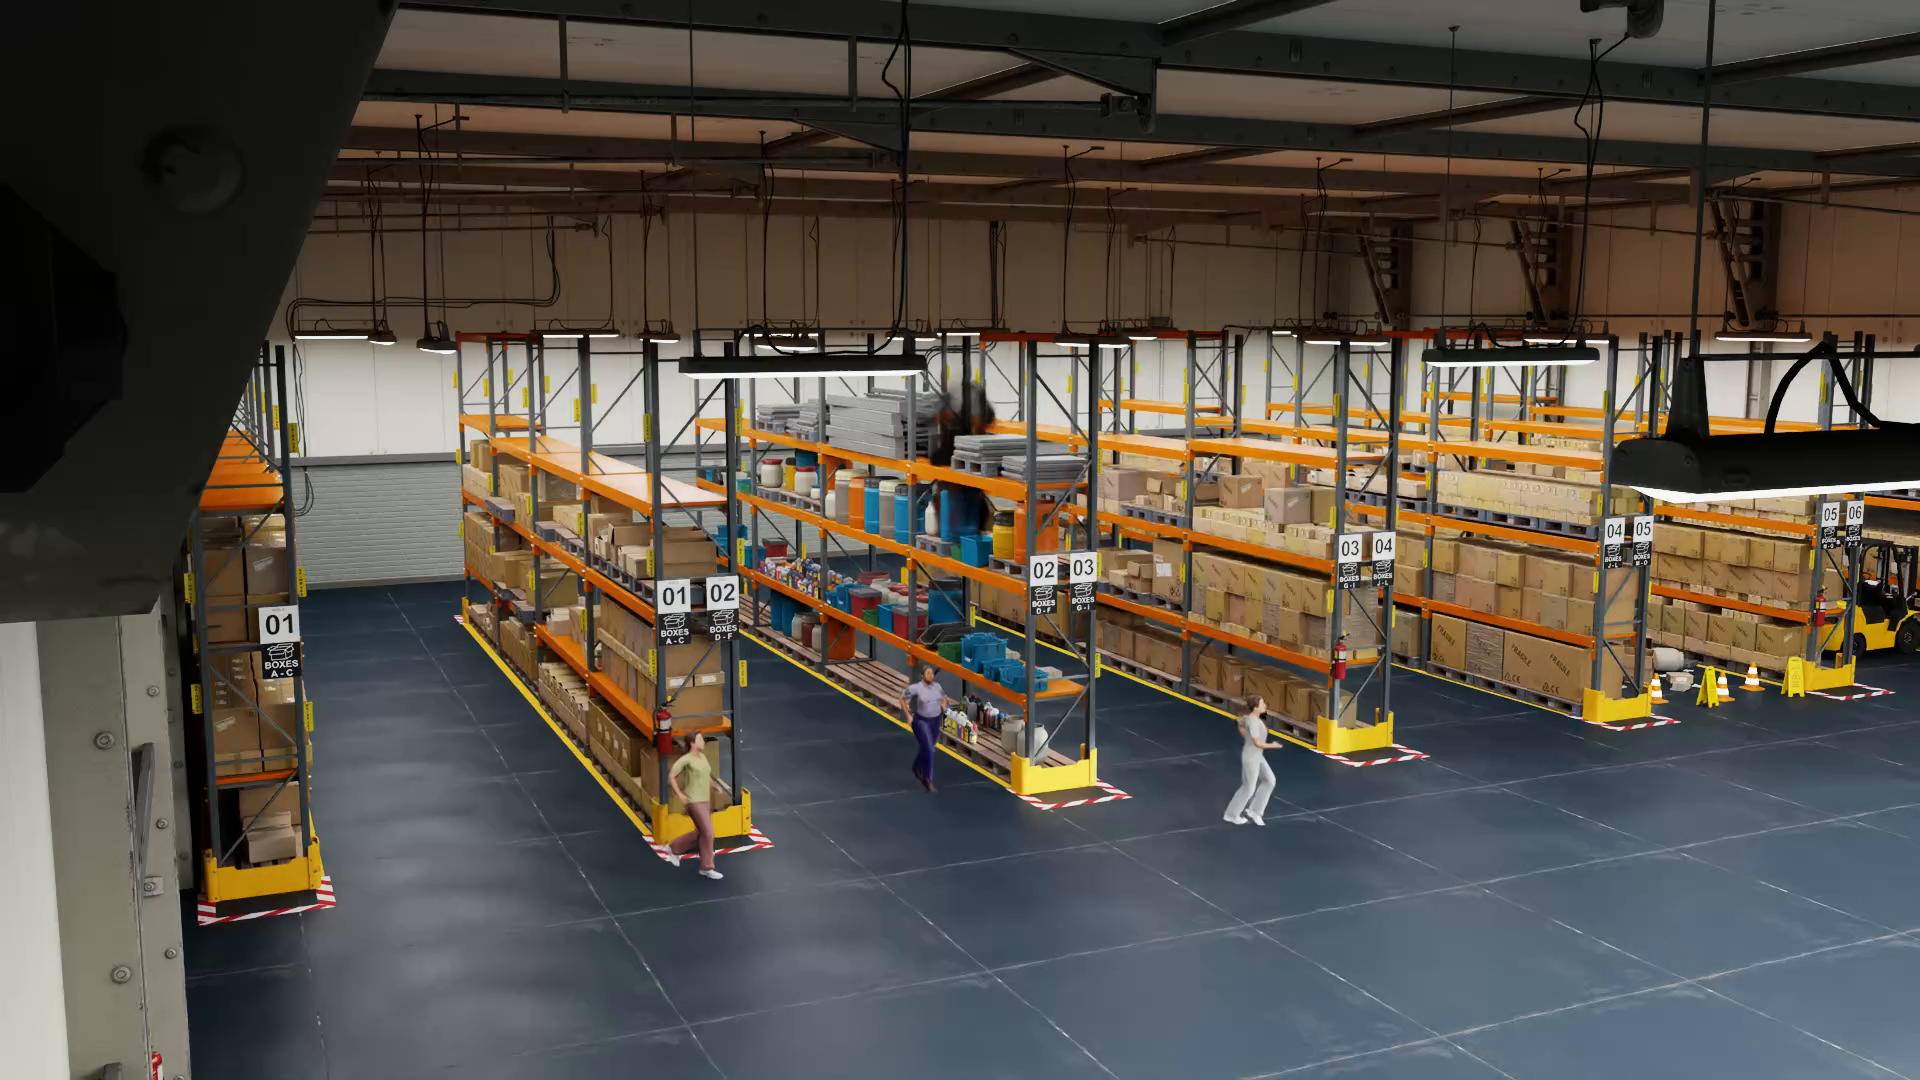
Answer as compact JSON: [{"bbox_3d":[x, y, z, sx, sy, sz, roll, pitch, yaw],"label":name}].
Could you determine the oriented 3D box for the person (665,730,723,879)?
[{"bbox_3d":[-2.996,2.988,18.943,0.758,1.654,0.620,3,8,21],"label":"person"}]

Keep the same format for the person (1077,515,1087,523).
[{"bbox_3d":[3.034,-0.140,41.807,0.860,1.764,0.782,-3,8,-21],"label":"person"}]

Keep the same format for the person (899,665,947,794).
[{"bbox_3d":[-0.454,2.519,22.357,0.581,1.712,0.754,-6,10,-40],"label":"person"}]

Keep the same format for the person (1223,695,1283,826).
[{"bbox_3d":[3.640,2.750,20.622,0.712,1.712,0.572,2,8,11],"label":"person"}]
